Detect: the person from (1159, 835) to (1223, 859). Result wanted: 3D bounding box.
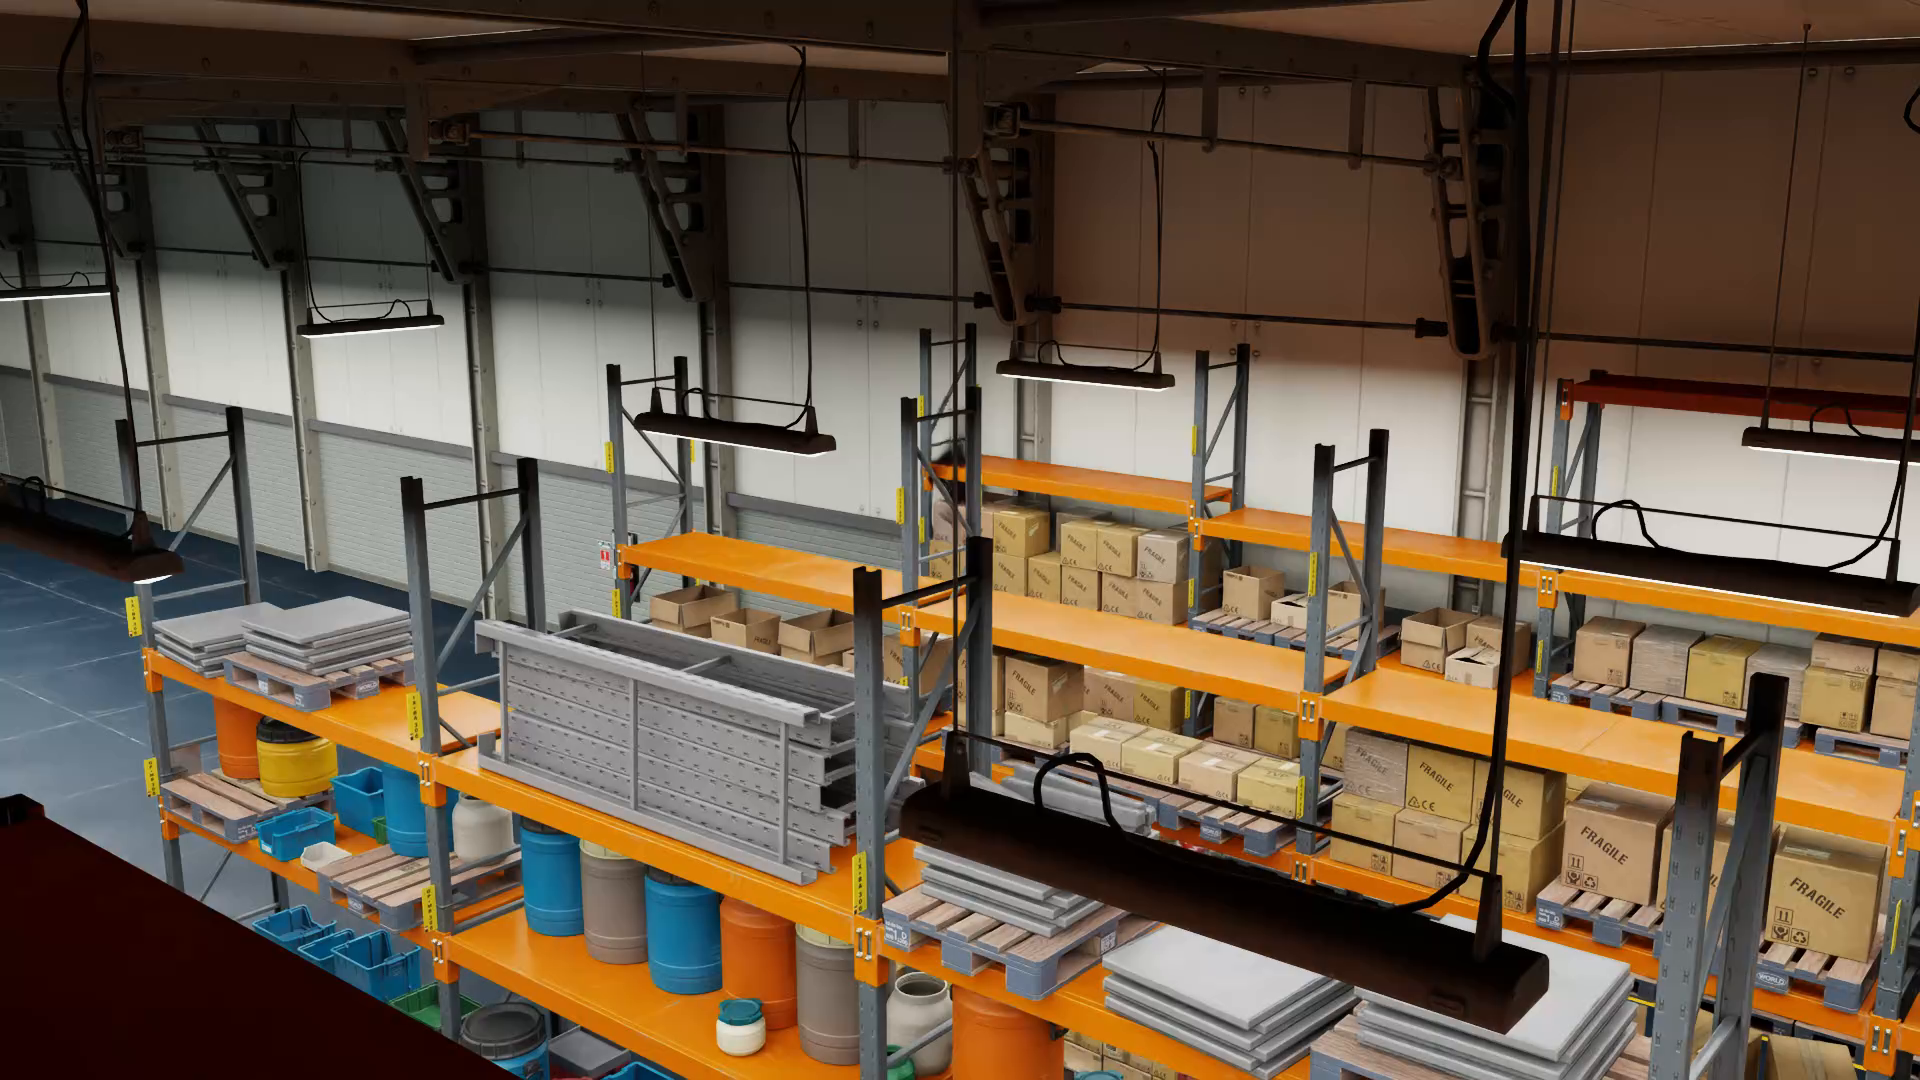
[{"bbox_3d":[2.268,3.337,17.468,0.811,1.729,0.650,9,15,34],"label":"person"}]
